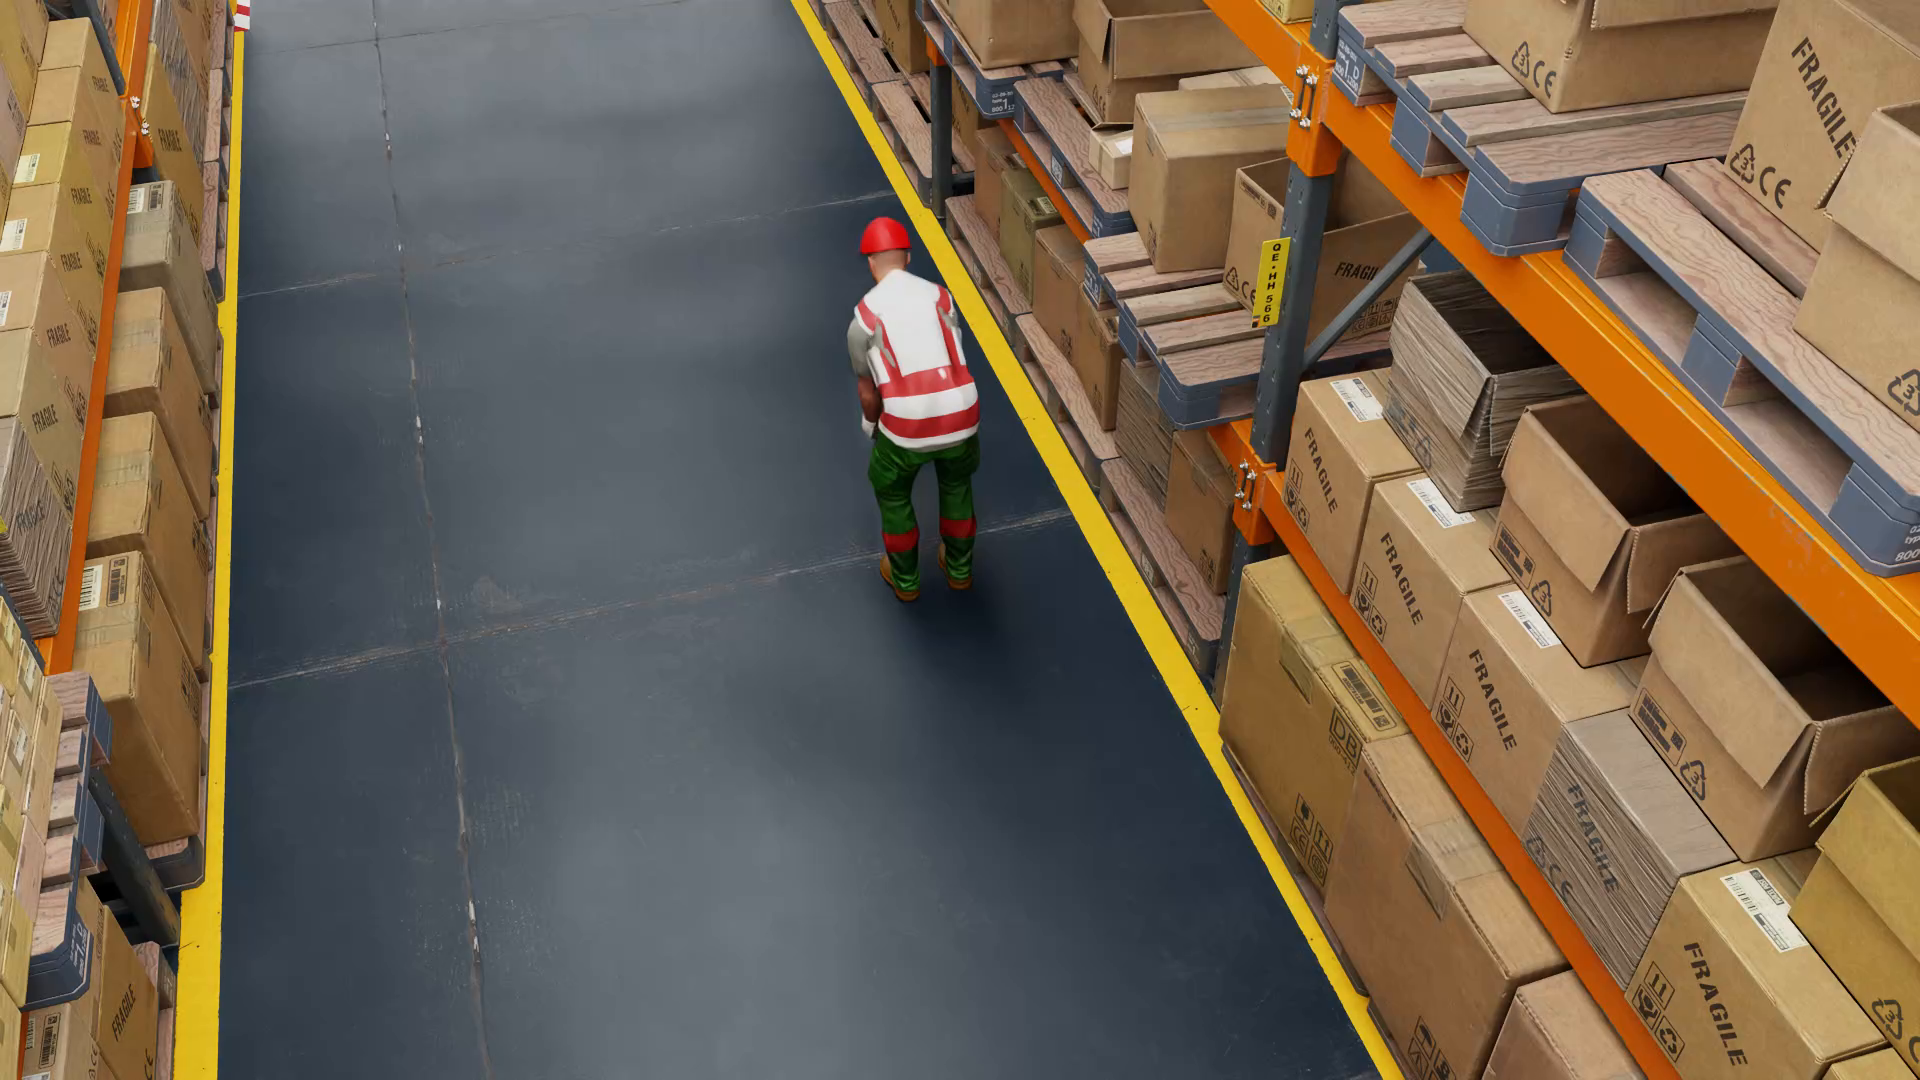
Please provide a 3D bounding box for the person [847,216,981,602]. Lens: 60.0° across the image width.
[{"bbox_3d":[-0.203,-0.527,6.914,0.484,1.541,0.819,-13,43,-14],"label":"person"}]
